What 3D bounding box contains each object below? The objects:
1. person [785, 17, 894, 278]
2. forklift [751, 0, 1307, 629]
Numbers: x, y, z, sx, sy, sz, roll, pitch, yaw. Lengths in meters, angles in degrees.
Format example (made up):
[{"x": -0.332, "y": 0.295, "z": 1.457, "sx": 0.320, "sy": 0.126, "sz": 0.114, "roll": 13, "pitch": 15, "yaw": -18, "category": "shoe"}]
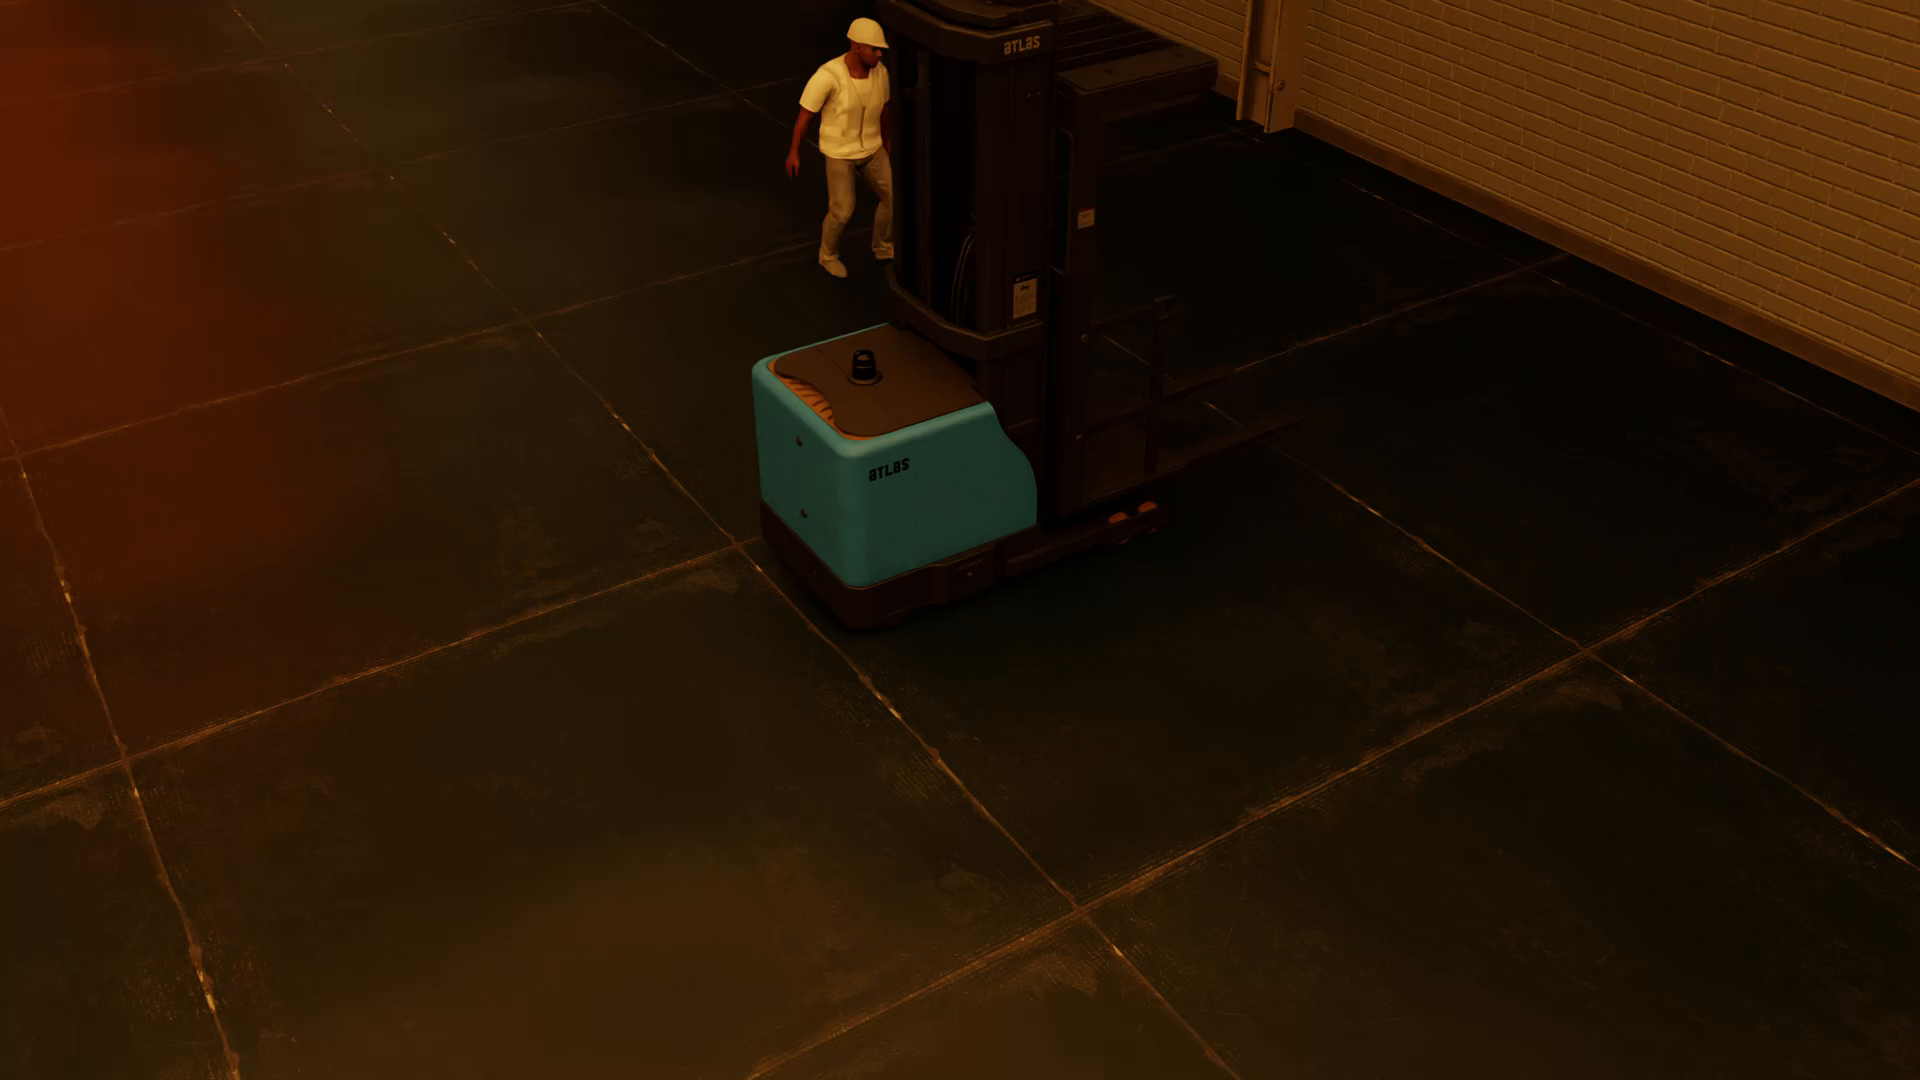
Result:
[{"x": -0.700, "y": -2.543, "z": 10.843, "sx": 0.899, "sy": 1.732, "sz": 0.474, "roll": -21, "pitch": 40, "yaw": -27, "category": "person"}, {"x": 0.489, "y": -1.411, "z": 8.155, "sx": 3.031, "sy": 2.935, "sz": 1.130, "roll": -20, "pitch": 40, "yaw": -26, "category": "forklift"}]
